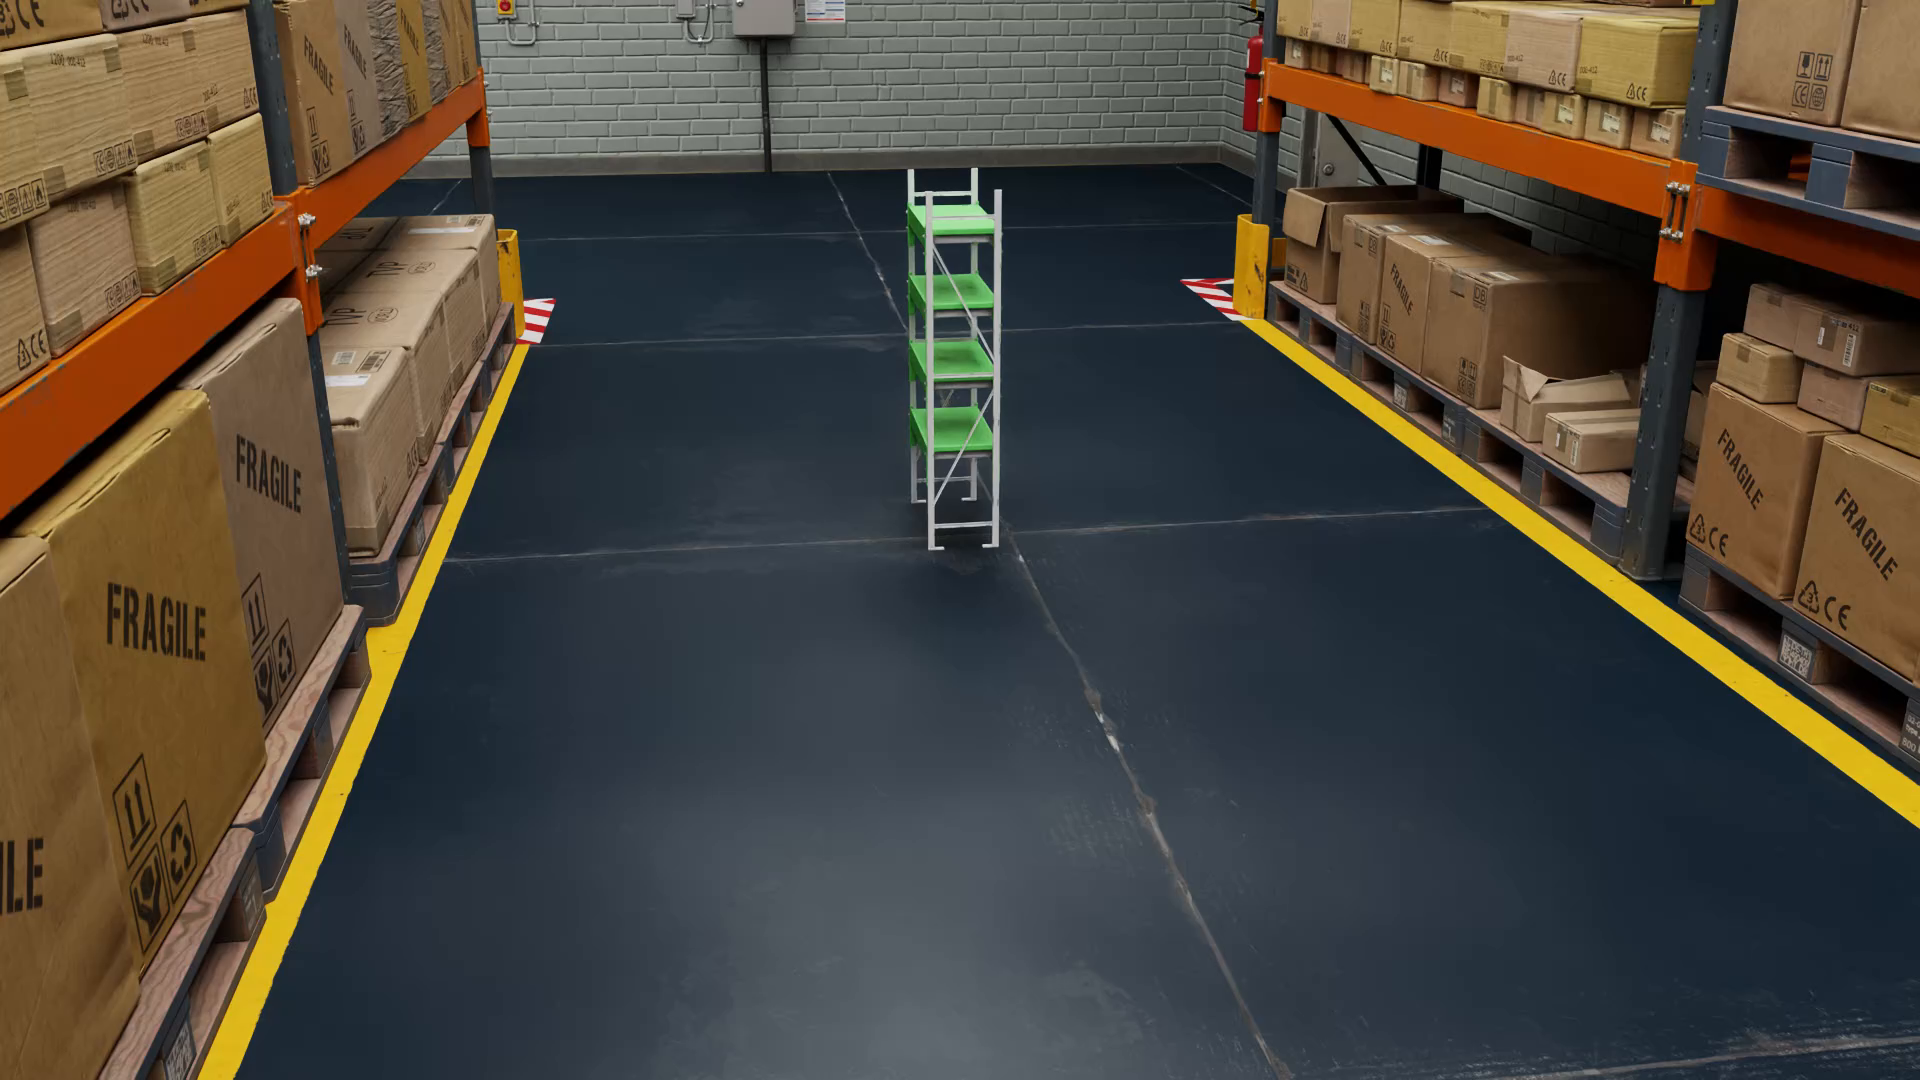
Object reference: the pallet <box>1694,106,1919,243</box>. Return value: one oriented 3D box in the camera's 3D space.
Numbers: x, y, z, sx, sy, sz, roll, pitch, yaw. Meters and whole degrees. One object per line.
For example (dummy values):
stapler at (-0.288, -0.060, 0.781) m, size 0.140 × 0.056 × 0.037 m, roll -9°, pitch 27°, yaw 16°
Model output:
pallet at (2.663, -0.939, 4.216) m, size 1.003 × 0.211 × 1.213 m, roll -3°, pitch 21°, yaw -8°

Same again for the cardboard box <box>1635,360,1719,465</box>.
cardboard box at (2.795, -0.489, 5.980) m, size 0.500 × 0.311 × 0.500 m, roll -2°, pitch 21°, yaw -6°

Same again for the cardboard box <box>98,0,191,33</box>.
cardboard box at (-1.860, -1.254, 3.213) m, size 0.500 × 0.500 × 0.500 m, roll -3°, pitch 21°, yaw -7°

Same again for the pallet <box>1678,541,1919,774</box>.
pallet at (2.811, 0.275, 4.677) m, size 1.003 × 0.211 × 1.213 m, roll -3°, pitch 21°, yaw -8°

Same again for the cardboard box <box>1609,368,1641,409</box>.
cardboard box at (2.732, -0.563, 6.410) m, size 0.380 × 0.149 × 0.250 m, roll -3°, pitch 21°, yaw -8°

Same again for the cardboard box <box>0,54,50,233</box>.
cardboard box at (-1.700, -0.554, 2.413) m, size 0.500 × 0.250 × 0.500 m, roll -3°, pitch 21°, yaw -7°

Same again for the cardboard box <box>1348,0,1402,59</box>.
cardboard box at (2.028, -2.244, 7.227) m, size 0.500 × 0.250 × 0.500 m, roll -3°, pitch 21°, yaw -9°

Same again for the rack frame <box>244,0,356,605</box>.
rack frame at (-2.255, -1.059, 4.265) m, size 1.000 × 3.000 × 0.127 m, roll -3°, pitch 21°, yaw -8°

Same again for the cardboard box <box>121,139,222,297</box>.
cardboard box at (-1.869, -0.670, 3.437) m, size 0.500 × 0.250 × 0.500 m, roll -3°, pitch 21°, yaw -9°

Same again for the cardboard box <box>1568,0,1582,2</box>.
cardboard box at (2.623, -2.088, 6.807) m, size 0.500 × 0.250 × 0.500 m, roll -3°, pitch 21°, yaw -8°

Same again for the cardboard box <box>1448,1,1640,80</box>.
cardboard box at (2.196, -1.890, 6.278) m, size 0.500 × 0.250 × 0.500 m, roll -3°, pitch 21°, yaw -8°

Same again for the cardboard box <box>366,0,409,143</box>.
cardboard box at (-2.198, -1.629, 5.646) m, size 0.500 × 0.500 × 0.500 m, roll -3°, pitch 21°, yaw -7°

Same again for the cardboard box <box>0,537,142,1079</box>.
cardboard box at (-1.820, 0.572, 2.334) m, size 0.875 × 0.875 × 0.875 m, roll -3°, pitch 21°, yaw -7°

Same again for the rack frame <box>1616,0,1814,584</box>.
rack frame at (2.656, -1.311, 4.938) m, size 1.000 × 3.000 × 0.127 m, roll -3°, pitch 21°, yaw -8°

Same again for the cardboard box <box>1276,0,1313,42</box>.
cardboard box at (1.878, -2.594, 8.164) m, size 0.500 × 0.250 × 0.500 m, roll -3°, pitch 21°, yaw -7°

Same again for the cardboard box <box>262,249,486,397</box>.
cardboard box at (-2.497, -0.901, 6.902) m, size 0.875 × 0.438 × 0.875 m, roll -2°, pitch 21°, yaw -6°

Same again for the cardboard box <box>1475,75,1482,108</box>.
cardboard box at (2.238, -1.743, 6.454) m, size 0.380 × 0.149 × 0.250 m, roll -3°, pitch 21°, yaw -7°

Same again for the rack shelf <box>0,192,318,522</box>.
rack shelf at (-1.967, -0.030, 2.536) m, size 1.077 × 0.370 × 4.000 m, roll -3°, pitch 21°, yaw -8°

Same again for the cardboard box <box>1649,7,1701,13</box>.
cardboard box at (2.773, -1.738, 5.872) m, size 0.500 × 0.250 × 0.500 m, roll -3°, pitch 21°, yaw -8°

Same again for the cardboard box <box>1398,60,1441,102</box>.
cardboard box at (2.050, -1.912, 6.906) m, size 0.380 × 0.149 × 0.250 m, roll -2°, pitch 21°, yaw -7°

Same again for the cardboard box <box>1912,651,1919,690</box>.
cardboard box at (2.657, 0.199, 3.868) m, size 0.500 × 0.500 × 0.500 m, roll -4°, pitch 21°, yaw -9°

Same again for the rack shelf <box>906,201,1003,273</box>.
rack shelf at (-0.024, -1.009, 5.514) m, size 0.258 × 0.148 × 0.480 m, roll -3°, pitch 21°, yaw -8°

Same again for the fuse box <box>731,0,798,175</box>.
fuse box at (-1.568, -3.847, 13.571) m, size 0.539 × 1.711 × 0.414 m, roll -3°, pitch 21°, yaw -8°

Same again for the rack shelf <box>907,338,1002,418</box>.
rack shelf at (-0.024, -0.560, 5.682) m, size 0.258 × 0.148 × 0.480 m, roll -3°, pitch 21°, yaw -8°

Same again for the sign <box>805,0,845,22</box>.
sign at (-1.109, -4.503, 13.620) m, size 0.329 × 0.494 × 0.001 m, roll -3°, pitch 21°, yaw -8°

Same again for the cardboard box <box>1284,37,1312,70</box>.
cardboard box at (1.855, -2.450, 8.349) m, size 0.380 × 0.149 × 0.250 m, roll -3°, pitch 21°, yaw -8°

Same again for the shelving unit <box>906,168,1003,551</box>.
shelving unit at (-0.024, -0.619, 5.660) m, size 0.258 × 1.200 × 0.503 m, roll -3°, pitch 21°, yaw -8°

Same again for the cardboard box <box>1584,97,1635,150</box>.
cardboard box at (2.301, -1.380, 5.482) m, size 0.380 × 0.149 × 0.250 m, roll -2°, pitch 21°, yaw -6°

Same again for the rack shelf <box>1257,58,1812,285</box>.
rack shelf at (2.368, -1.666, 6.918) m, size 1.077 × 0.370 × 4.000 m, roll -3°, pitch 21°, yaw -8°

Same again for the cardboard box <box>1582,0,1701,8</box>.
cardboard box at (2.705, -2.260, 6.198) m, size 0.500 × 0.500 × 0.500 m, roll -3°, pitch 21°, yaw -9°

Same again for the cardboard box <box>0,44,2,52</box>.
cardboard box at (-1.717, -0.899, 2.263) m, size 0.500 × 0.500 × 0.500 m, roll -3°, pitch 21°, yaw -7°

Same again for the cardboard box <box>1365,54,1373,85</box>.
cardboard box at (2.030, -2.093, 7.392) m, size 0.380 × 0.149 × 0.250 m, roll -3°, pitch 21°, yaw -7°

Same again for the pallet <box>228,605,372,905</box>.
pallet at (-2.069, 0.511, 4.047) m, size 1.003 × 0.211 × 1.213 m, roll -3°, pitch 21°, yaw -8°

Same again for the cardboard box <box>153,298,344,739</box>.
cardboard box at (-2.087, -0.050, 3.999) m, size 0.875 × 0.875 × 0.875 m, roll -2°, pitch 21°, yaw -6°

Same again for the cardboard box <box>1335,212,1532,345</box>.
cardboard box at (2.159, -1.207, 7.633) m, size 0.700 × 0.500 × 0.500 m, roll -2°, pitch 21°, yaw -6°

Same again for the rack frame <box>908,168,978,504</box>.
rack frame at (-0.059, -0.704, 5.886) m, size 0.240 × 1.200 × 0.015 m, roll -3°, pitch 21°, yaw -8°

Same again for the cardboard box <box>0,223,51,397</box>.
cardboard box at (-1.736, -0.316, 2.488) m, size 0.500 × 0.250 × 0.500 m, roll -3°, pitch 21°, yaw -8°

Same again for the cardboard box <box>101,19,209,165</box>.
cardboard box at (-1.872, -0.910, 3.365) m, size 0.500 × 0.250 × 0.500 m, roll -2°, pitch 21°, yaw -6°

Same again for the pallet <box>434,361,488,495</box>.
pallet at (-2.467, -0.443, 6.601) m, size 1.003 × 0.211 × 1.213 m, roll -3°, pitch 21°, yaw -8°

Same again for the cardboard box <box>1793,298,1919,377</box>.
cardboard box at (2.529, -0.554, 4.534) m, size 0.380 × 0.149 × 0.250 m, roll -4°, pitch 21°, yaw -10°
